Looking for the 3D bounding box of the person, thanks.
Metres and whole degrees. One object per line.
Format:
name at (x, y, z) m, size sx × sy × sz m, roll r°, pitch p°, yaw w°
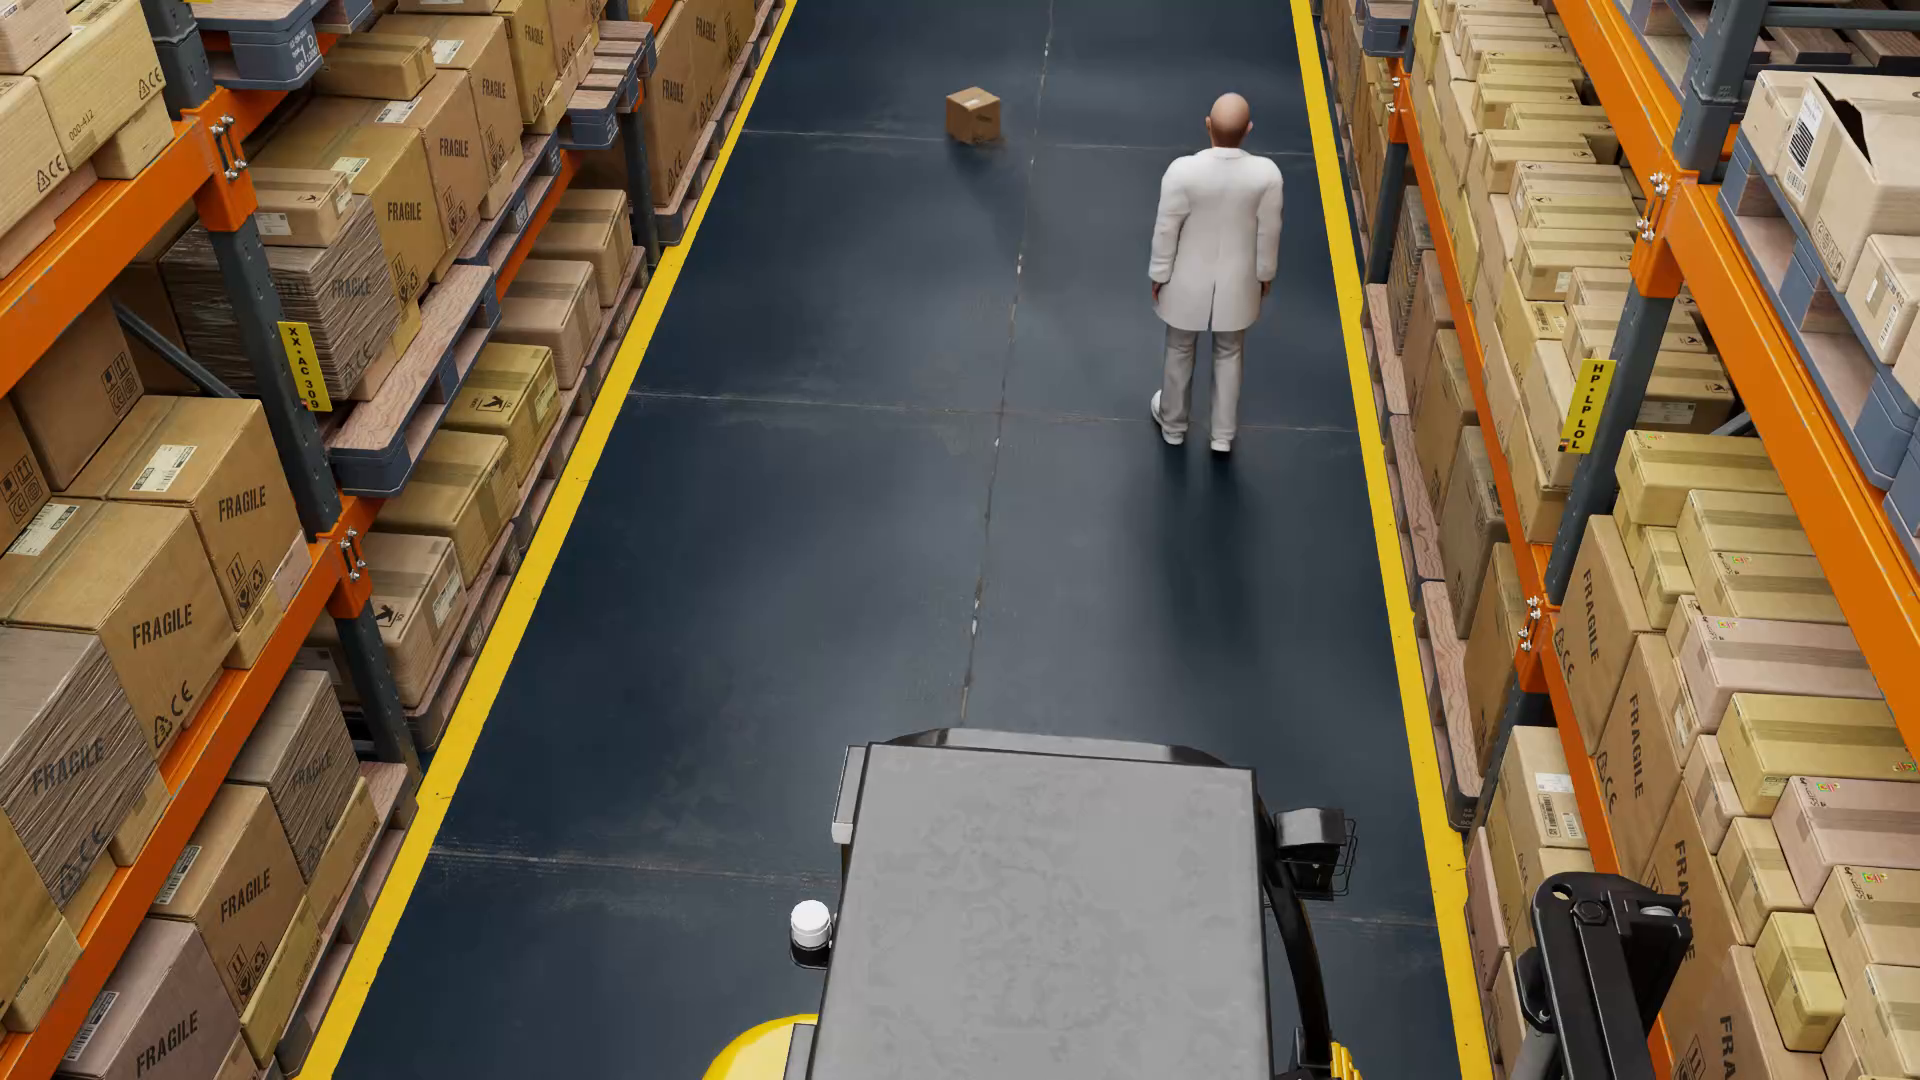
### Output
person at (1.152, -1.206, 7.646) m, size 0.587 × 1.826 × 0.490 m, roll 1°, pitch 40°, yaw 1°
